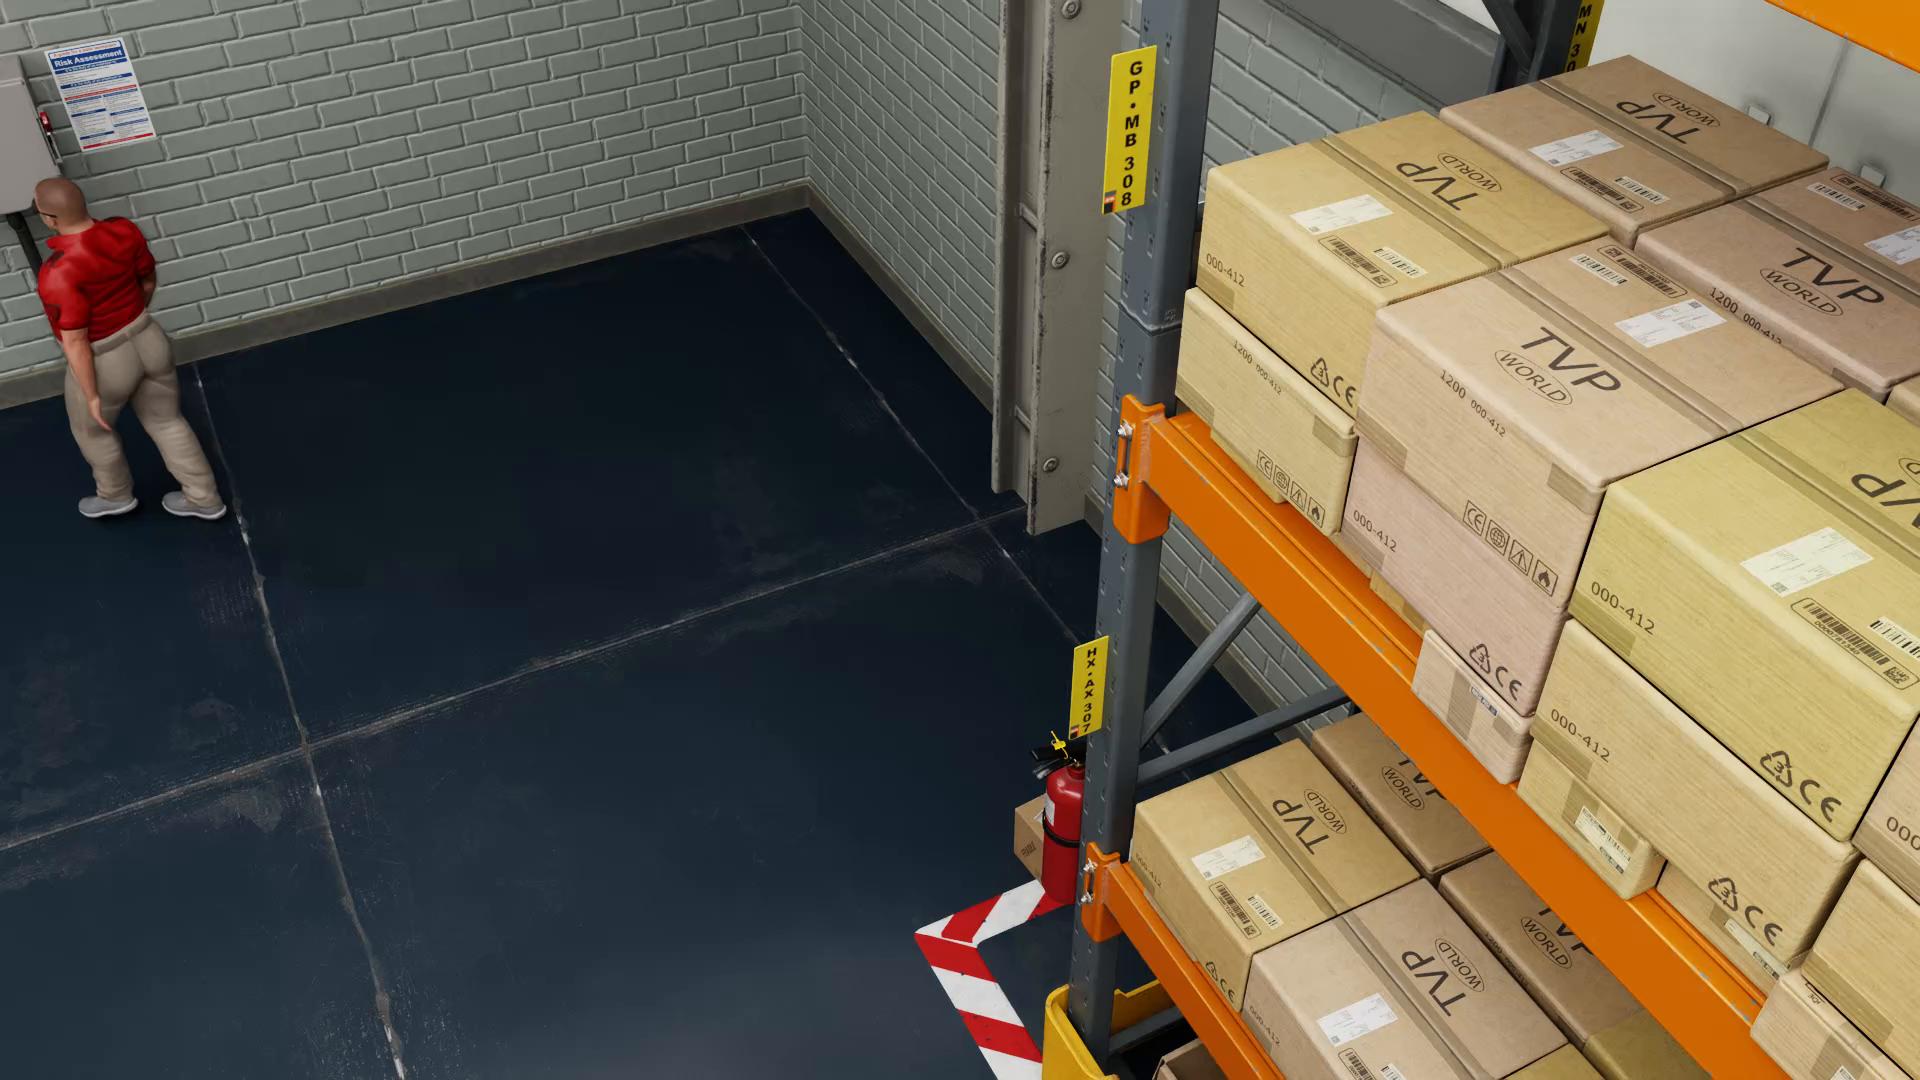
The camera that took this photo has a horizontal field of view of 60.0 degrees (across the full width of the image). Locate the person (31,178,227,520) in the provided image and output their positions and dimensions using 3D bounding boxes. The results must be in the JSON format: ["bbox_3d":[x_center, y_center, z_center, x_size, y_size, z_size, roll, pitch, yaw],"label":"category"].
[{"bbox_3d":[-3.665,-0.807,7.100,0.685,1.736,0.585,19,45,21],"label":"person"}]
